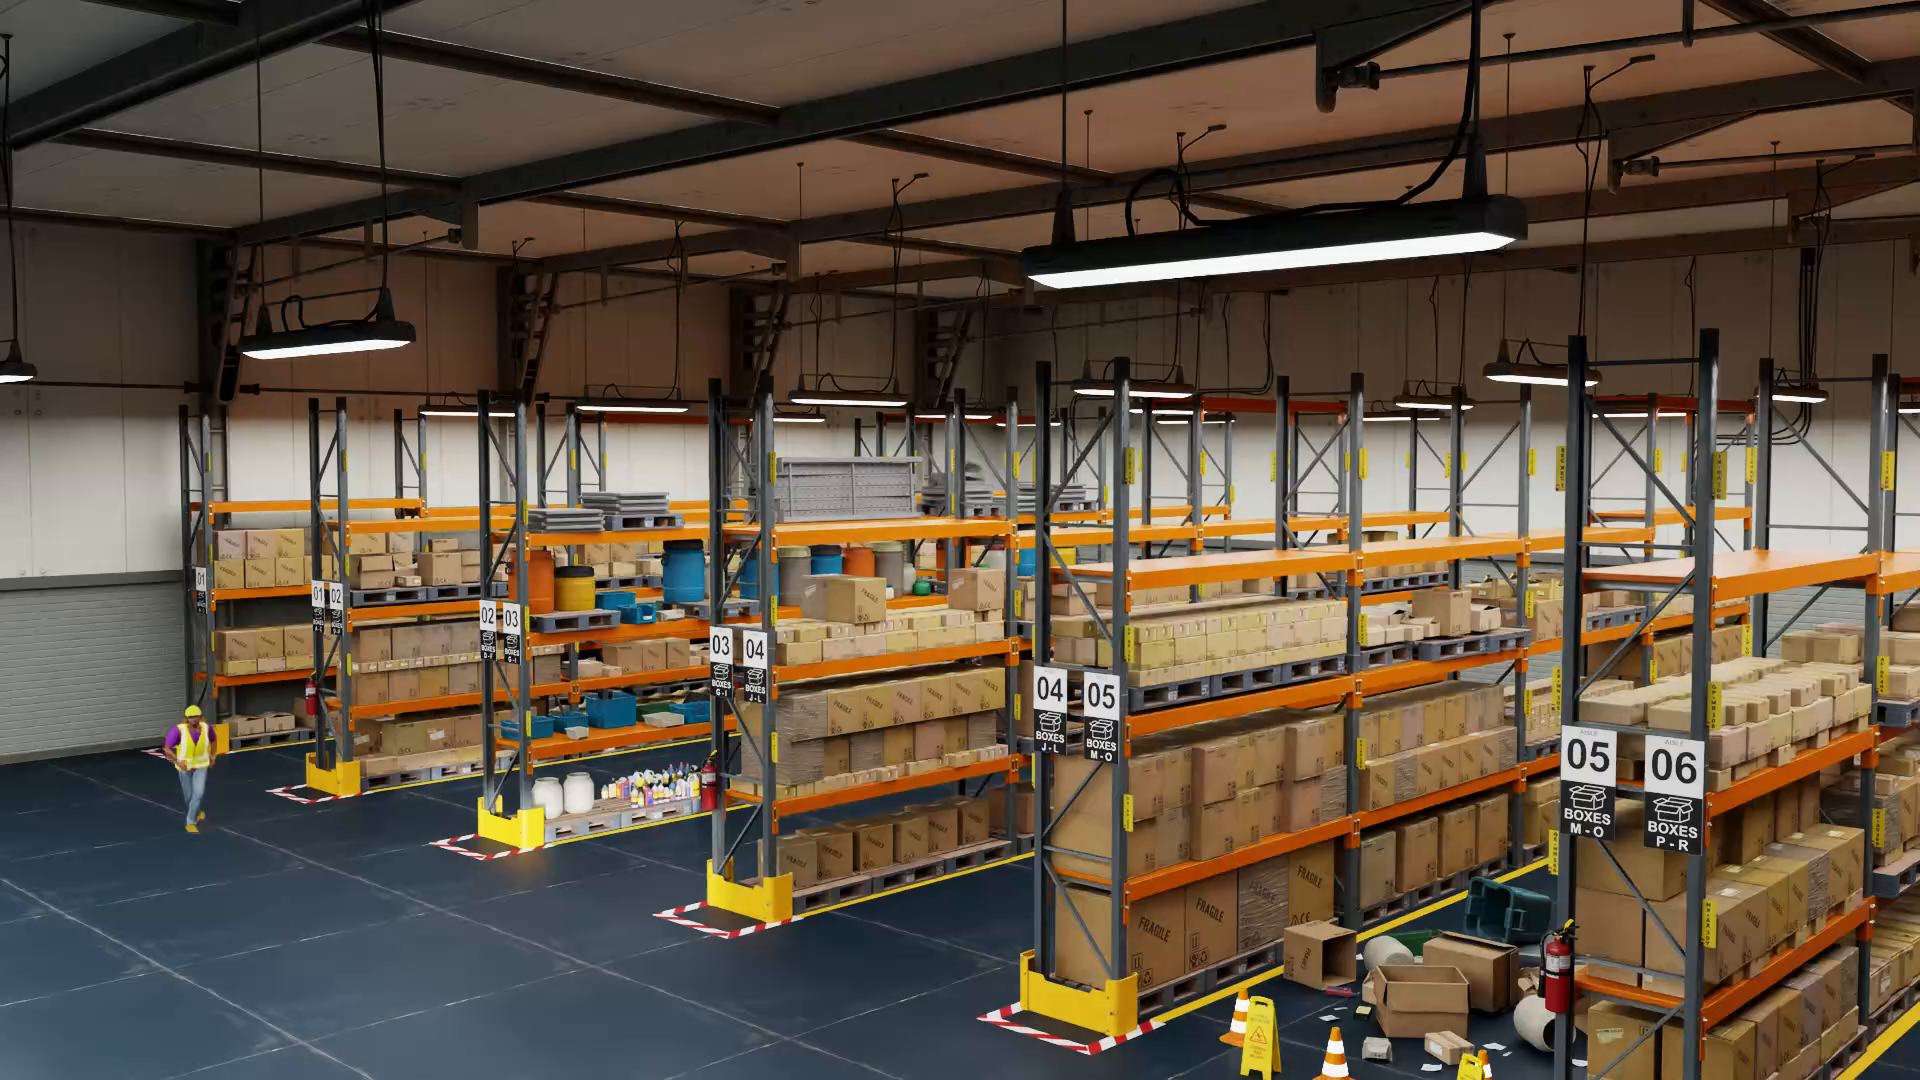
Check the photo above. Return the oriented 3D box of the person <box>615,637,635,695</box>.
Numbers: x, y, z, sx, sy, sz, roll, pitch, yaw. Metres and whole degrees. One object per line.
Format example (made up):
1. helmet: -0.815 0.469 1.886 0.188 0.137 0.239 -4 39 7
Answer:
1. person: -6.582 2.664 32.829 0.541 1.560 0.903 1 3 24

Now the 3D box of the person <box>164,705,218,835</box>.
1. person: -10.527 3.105 22.771 0.678 1.739 0.782 -2 3 -27
